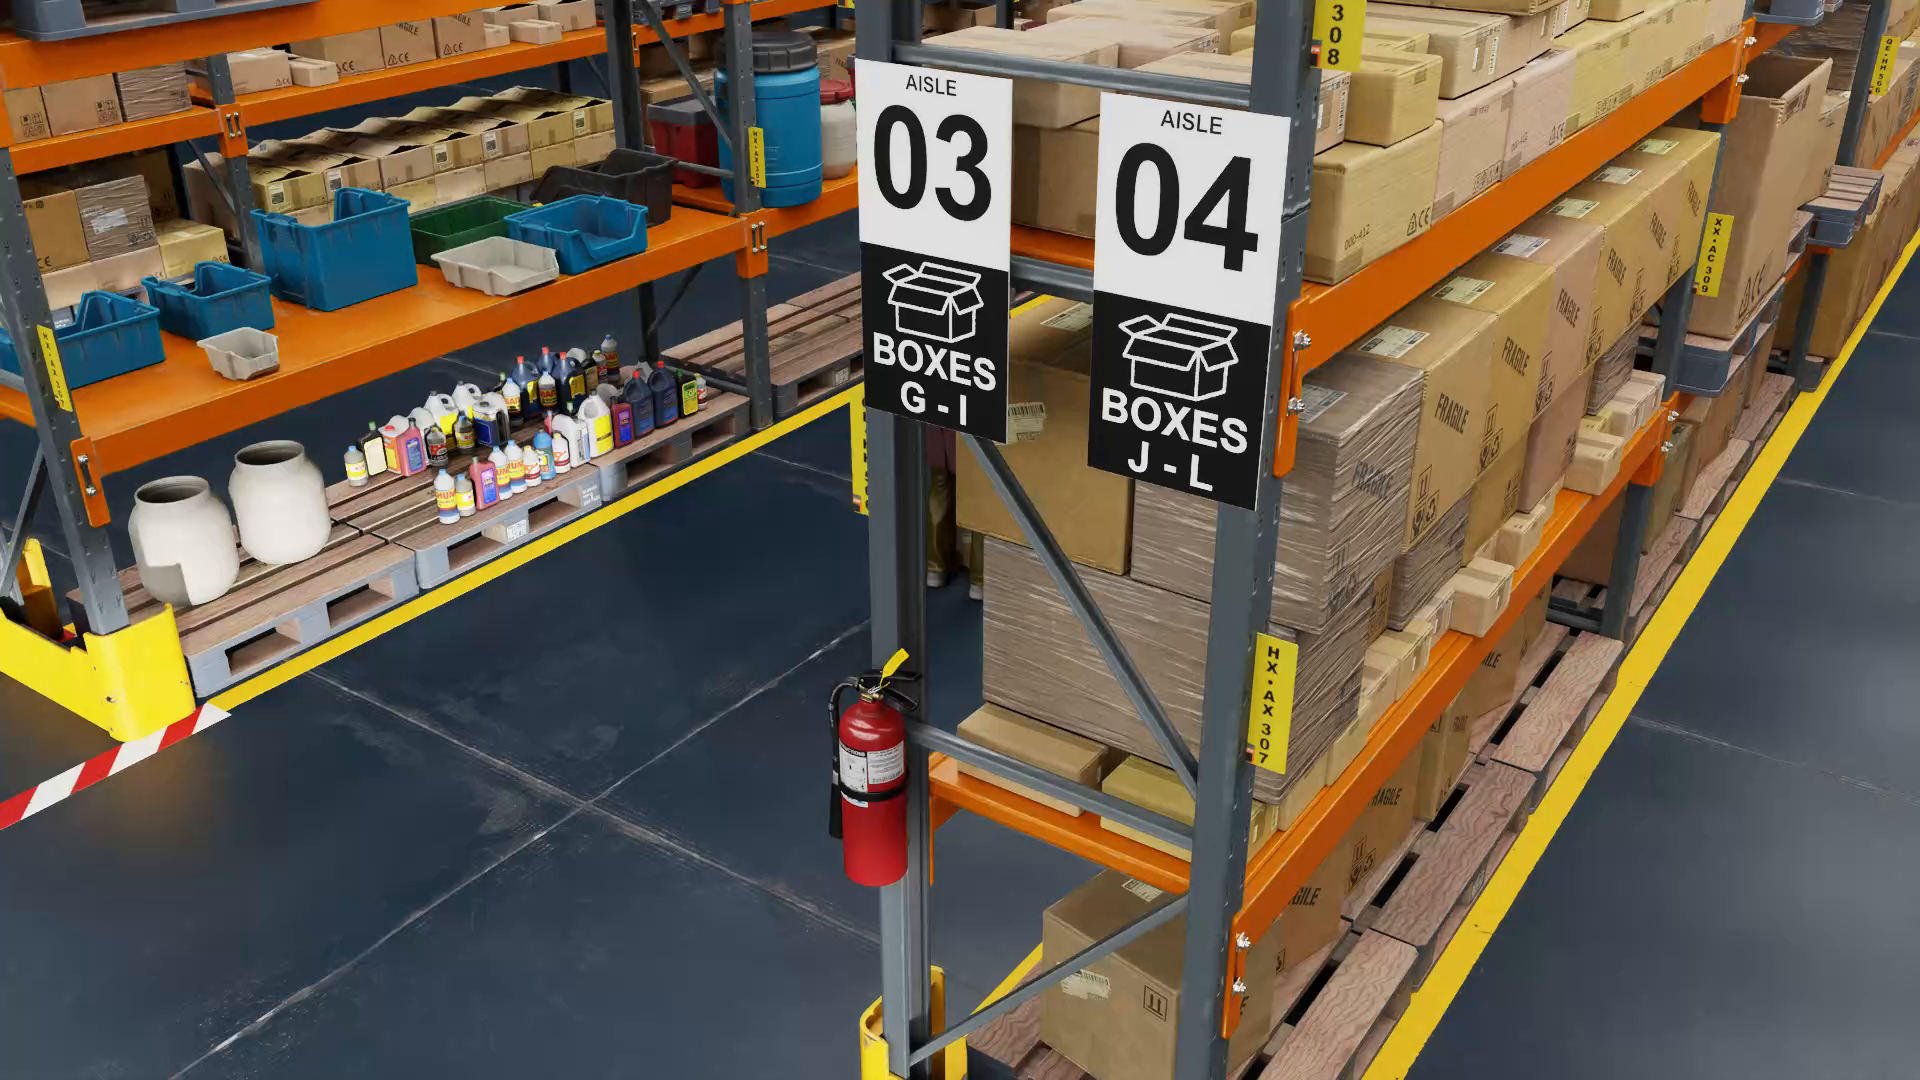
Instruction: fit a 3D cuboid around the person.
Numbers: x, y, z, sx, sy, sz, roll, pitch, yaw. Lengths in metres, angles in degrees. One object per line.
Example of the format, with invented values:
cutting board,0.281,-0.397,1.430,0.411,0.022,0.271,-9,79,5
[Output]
person,0.005,-0.598,7.828,0.653,1.774,0.423,15,30,28
